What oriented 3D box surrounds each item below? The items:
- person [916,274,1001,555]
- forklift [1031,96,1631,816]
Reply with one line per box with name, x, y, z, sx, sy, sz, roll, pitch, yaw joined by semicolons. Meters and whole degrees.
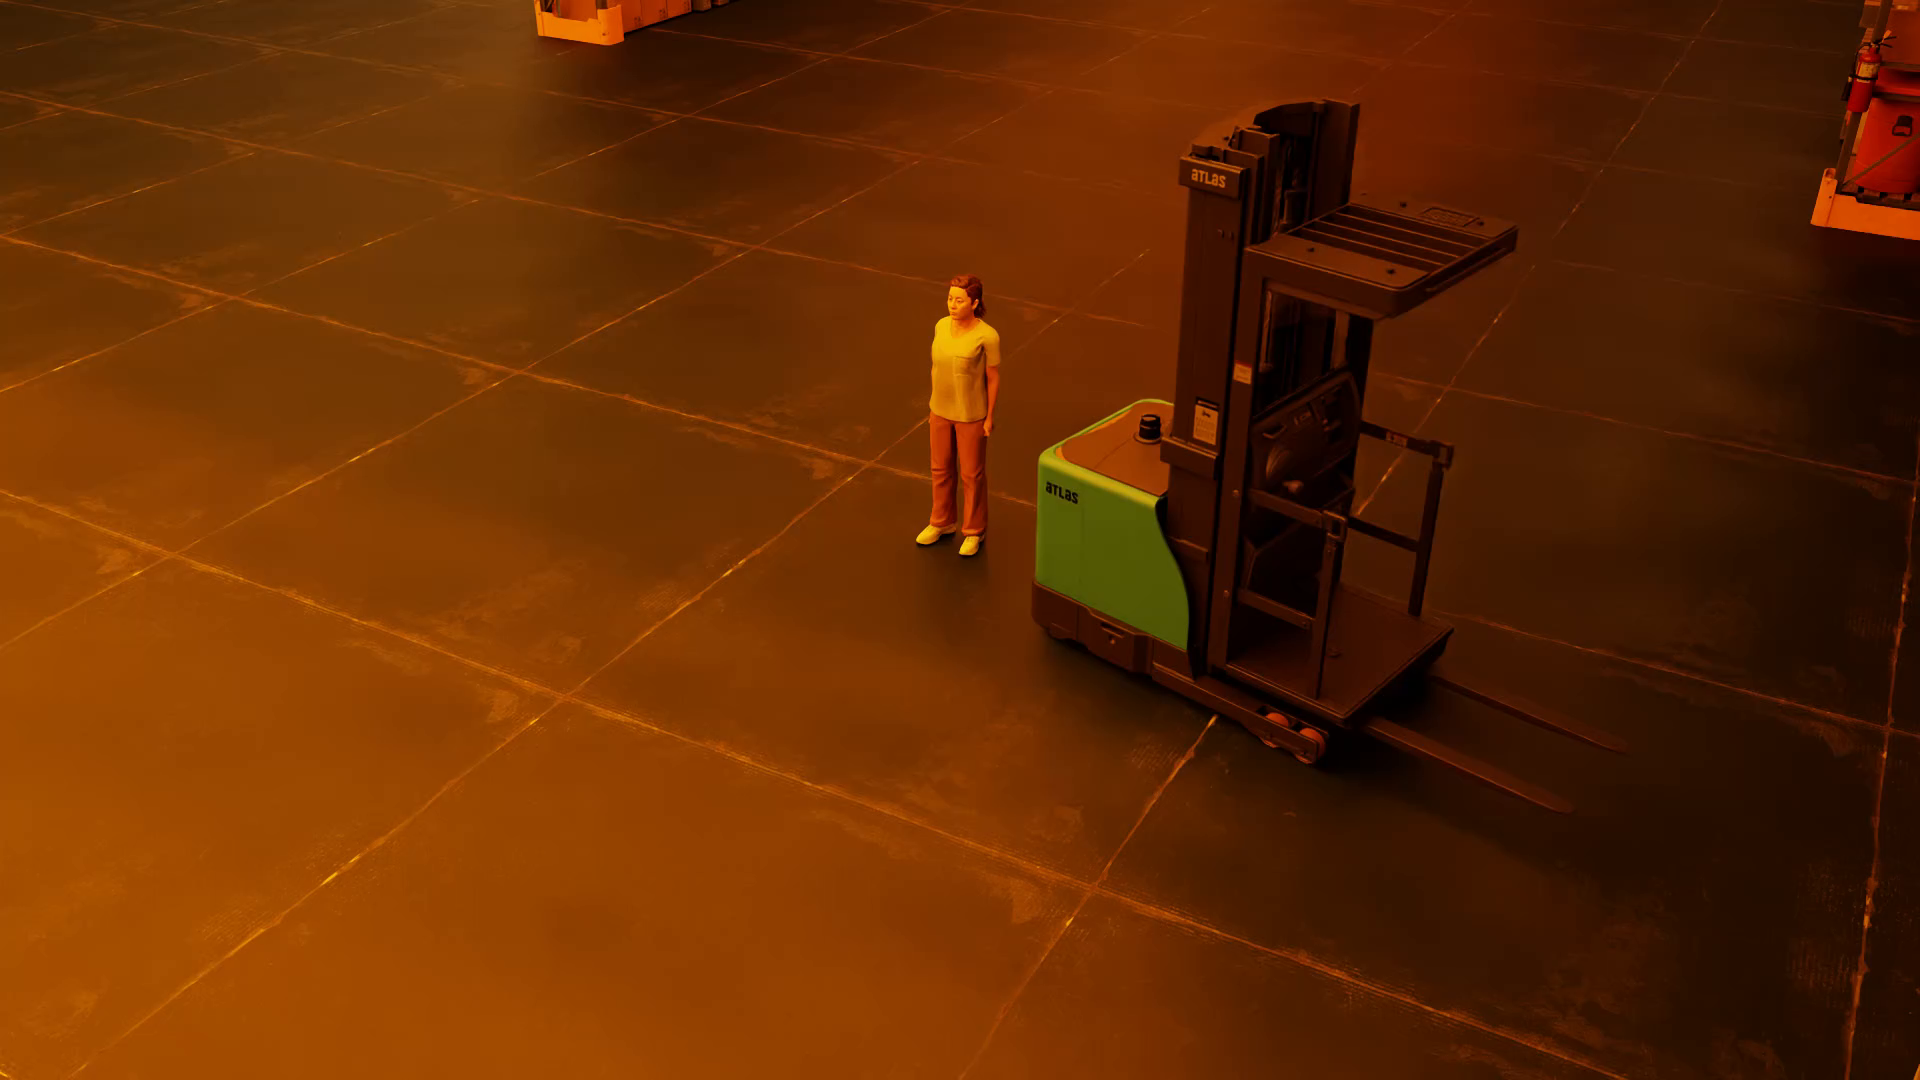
person;0.003;-0.724;9.588;0.427;1.671;0.389;15;33;25
forklift;1.824;-0.478;7.899;3.031;2.935;1.130;24;38;35
